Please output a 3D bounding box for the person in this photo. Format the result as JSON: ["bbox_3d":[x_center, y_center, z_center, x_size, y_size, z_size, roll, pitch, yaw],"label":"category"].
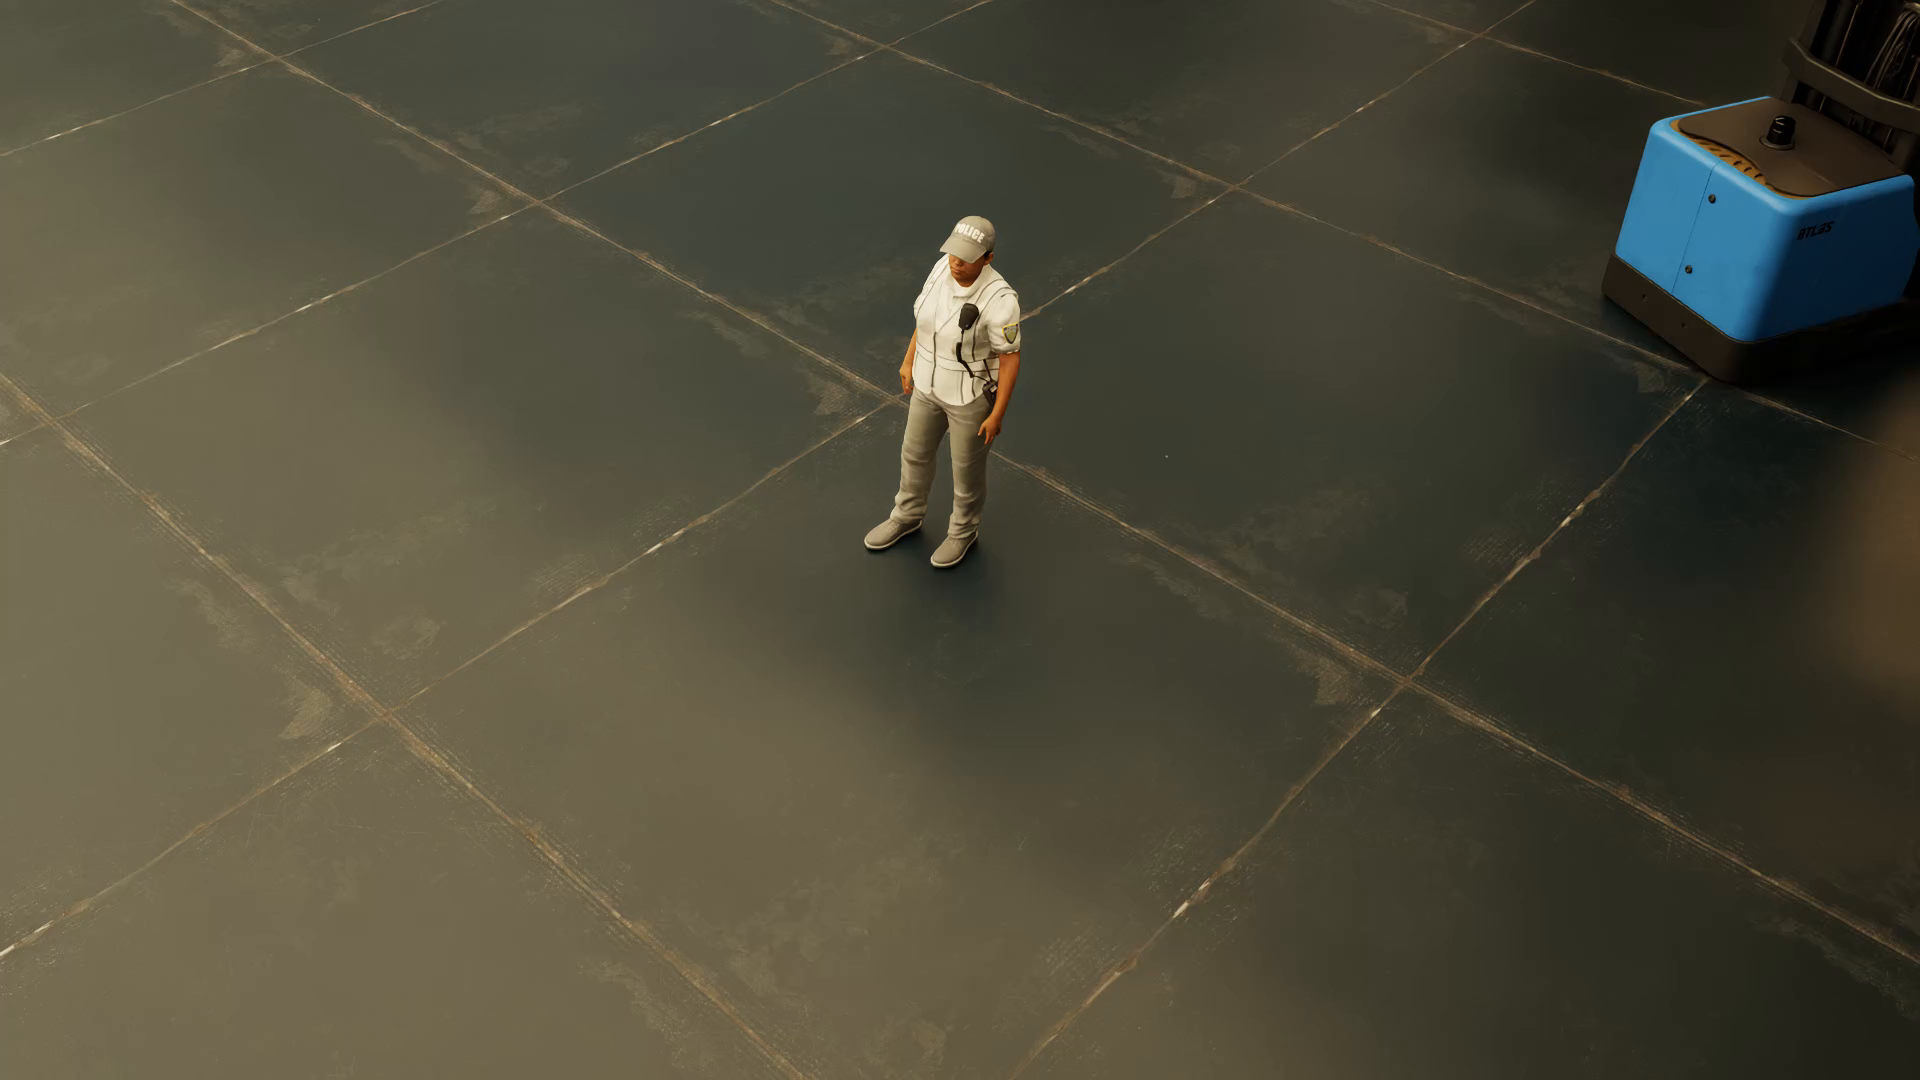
[{"bbox_3d":[-0.069,-0.611,7.101,0.598,1.670,0.529,31,49,31],"label":"person"}]

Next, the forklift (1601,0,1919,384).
[{"bbox_3d":[5.105,-2.536,8.385,3.031,2.935,1.130,-15,43,-17],"label":"forklift"}]
